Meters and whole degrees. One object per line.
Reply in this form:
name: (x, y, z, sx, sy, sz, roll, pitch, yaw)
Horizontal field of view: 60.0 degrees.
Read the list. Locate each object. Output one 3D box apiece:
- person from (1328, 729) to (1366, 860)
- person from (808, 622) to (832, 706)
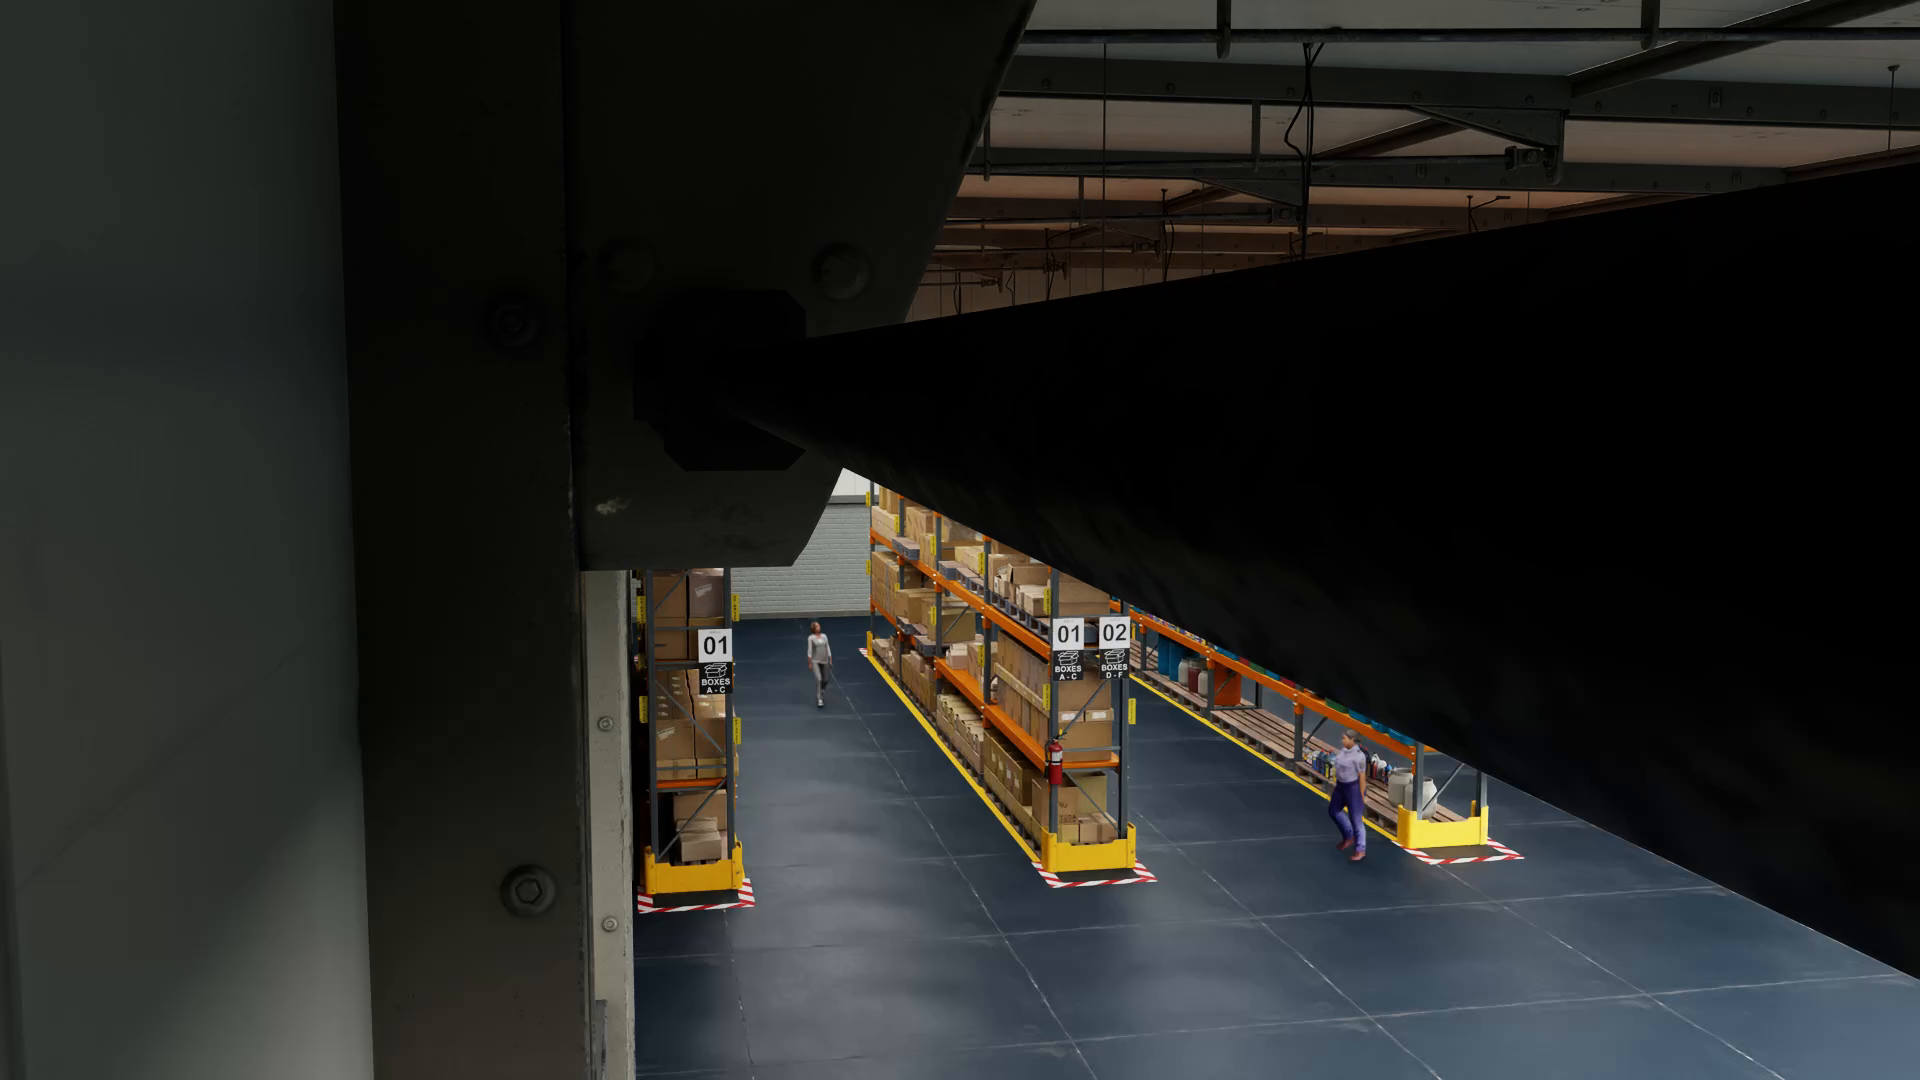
person: (5.062, 3.264, 21.508, 0.398, 1.670, 0.604, -2, 6, -18)
person: (-2.631, 2.298, 31.167, 0.455, 1.539, 0.703, -2, 6, -16)
